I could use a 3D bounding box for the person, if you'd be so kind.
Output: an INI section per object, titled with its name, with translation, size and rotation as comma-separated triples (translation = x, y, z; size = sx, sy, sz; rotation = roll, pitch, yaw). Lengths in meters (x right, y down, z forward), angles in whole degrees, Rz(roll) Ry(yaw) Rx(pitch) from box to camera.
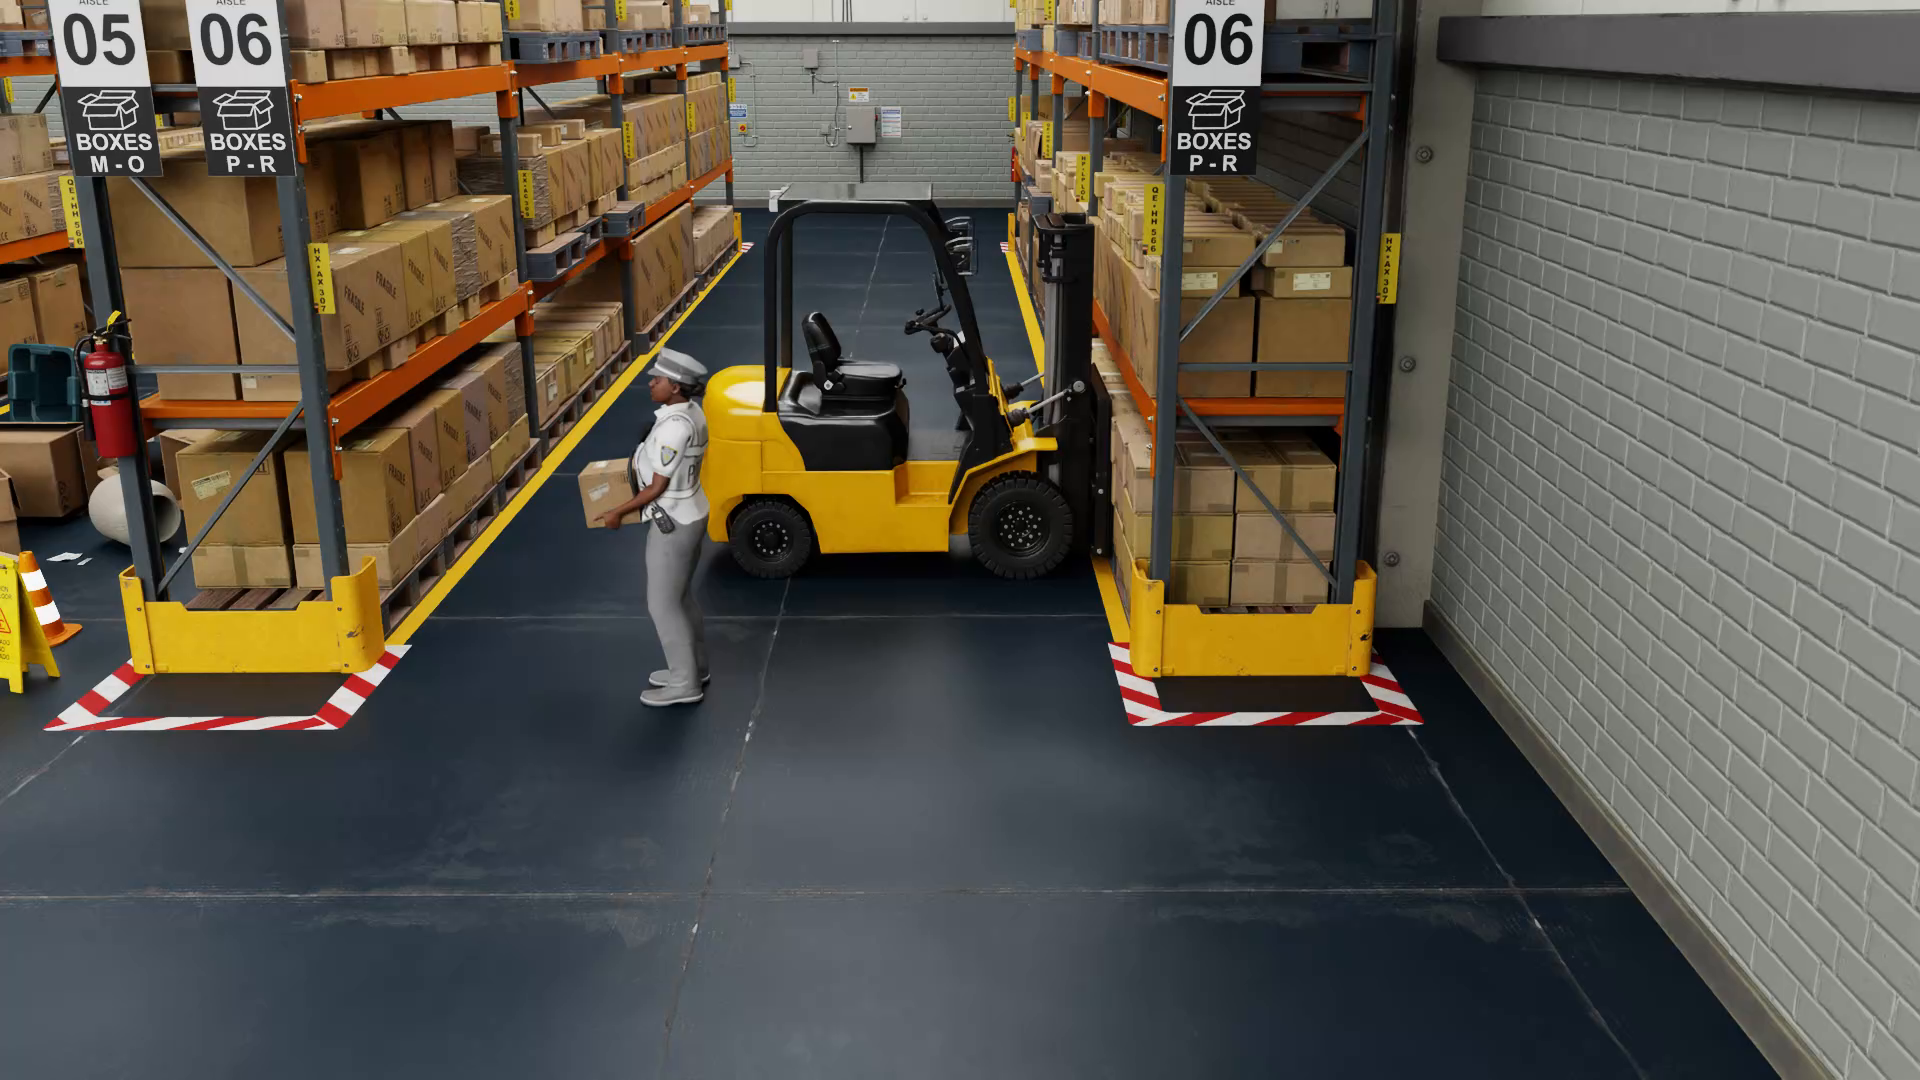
[person]
translation = -1.407, -0.070, 7.741
size = 0.537, 1.682, 0.451
rotation = 0, 17, 0
